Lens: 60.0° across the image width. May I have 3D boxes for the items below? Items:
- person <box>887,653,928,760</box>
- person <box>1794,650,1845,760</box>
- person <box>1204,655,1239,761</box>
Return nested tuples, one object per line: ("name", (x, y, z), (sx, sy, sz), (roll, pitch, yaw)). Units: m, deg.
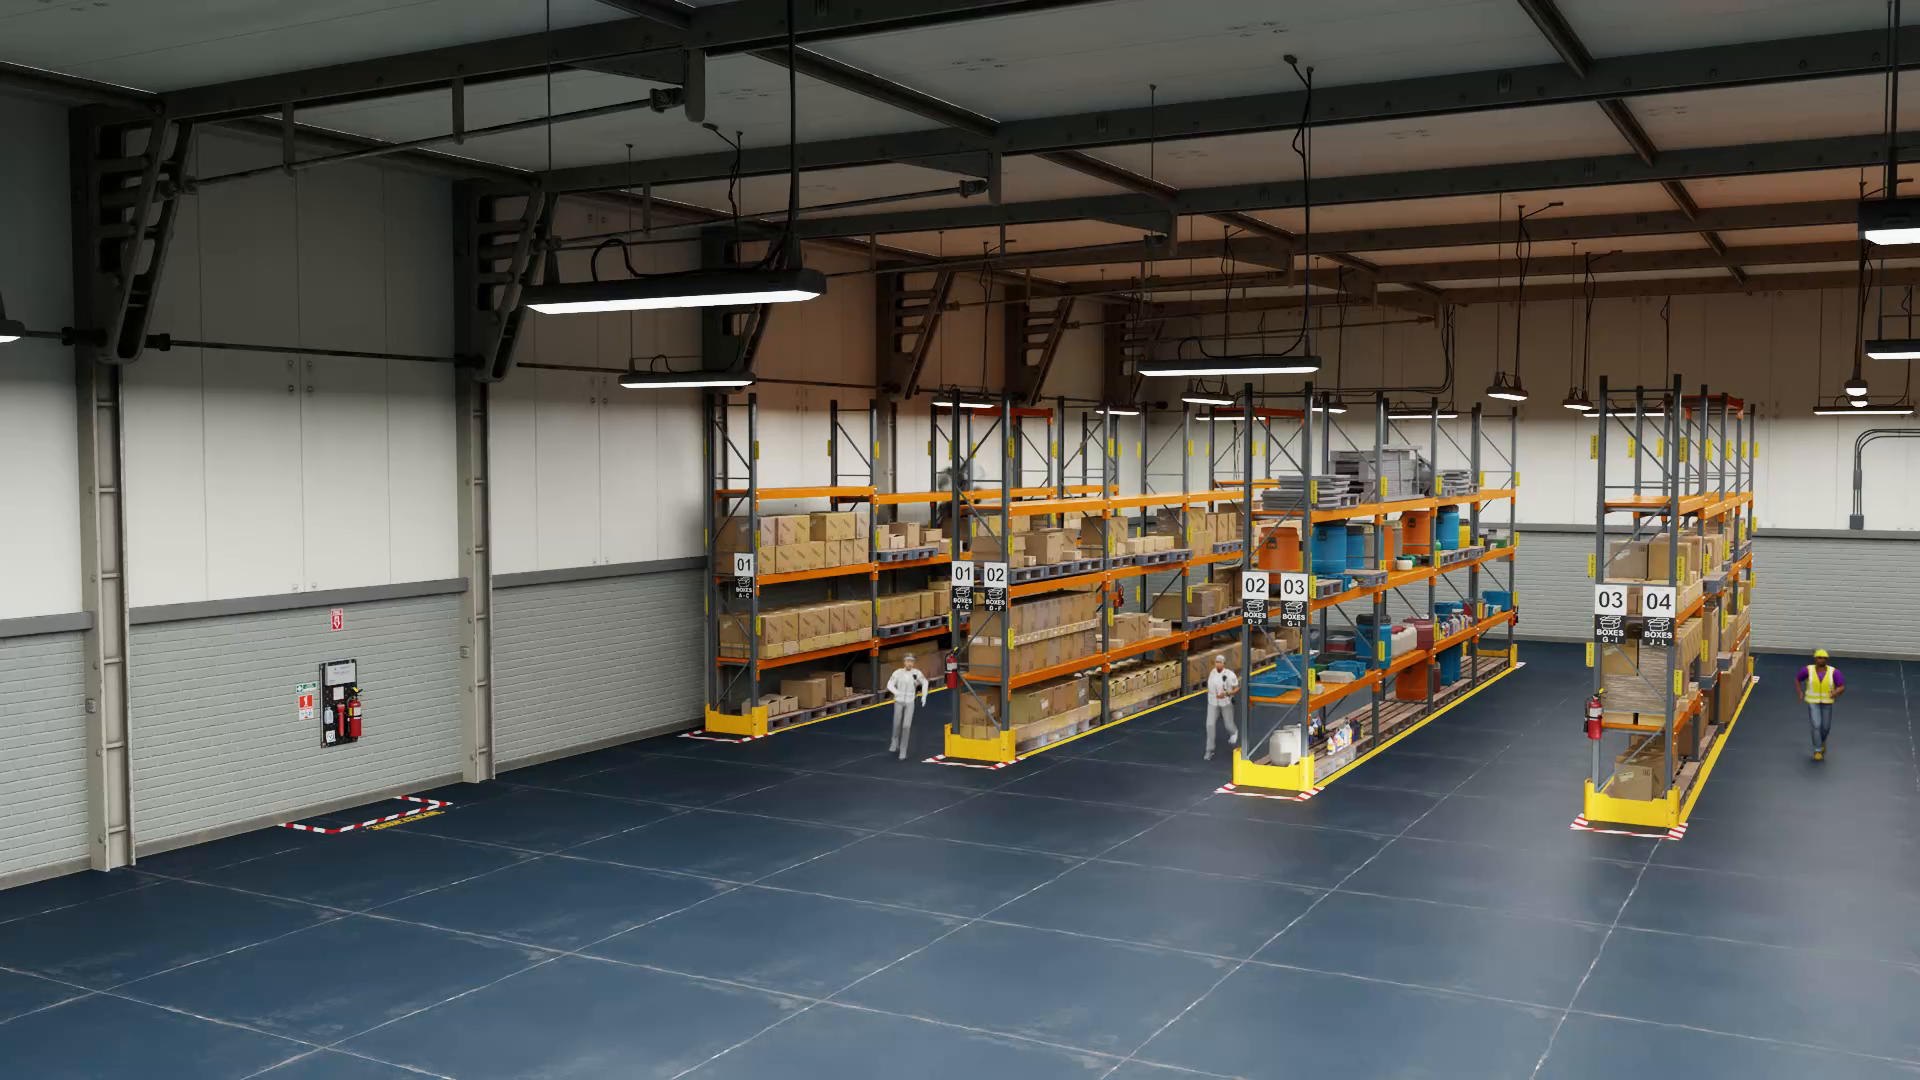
("person", (-0.861, 2.699, 27.194), (0.664, 1.740, 0.766), (0, 3, 1))
("person", (13.976, 2.653, 27.048), (0.711, 1.753, 0.861), (1, 3, 20))
("person", (4.308, 2.717, 27.236), (0.575, 1.681, 1.094), (1, 3, 25))
